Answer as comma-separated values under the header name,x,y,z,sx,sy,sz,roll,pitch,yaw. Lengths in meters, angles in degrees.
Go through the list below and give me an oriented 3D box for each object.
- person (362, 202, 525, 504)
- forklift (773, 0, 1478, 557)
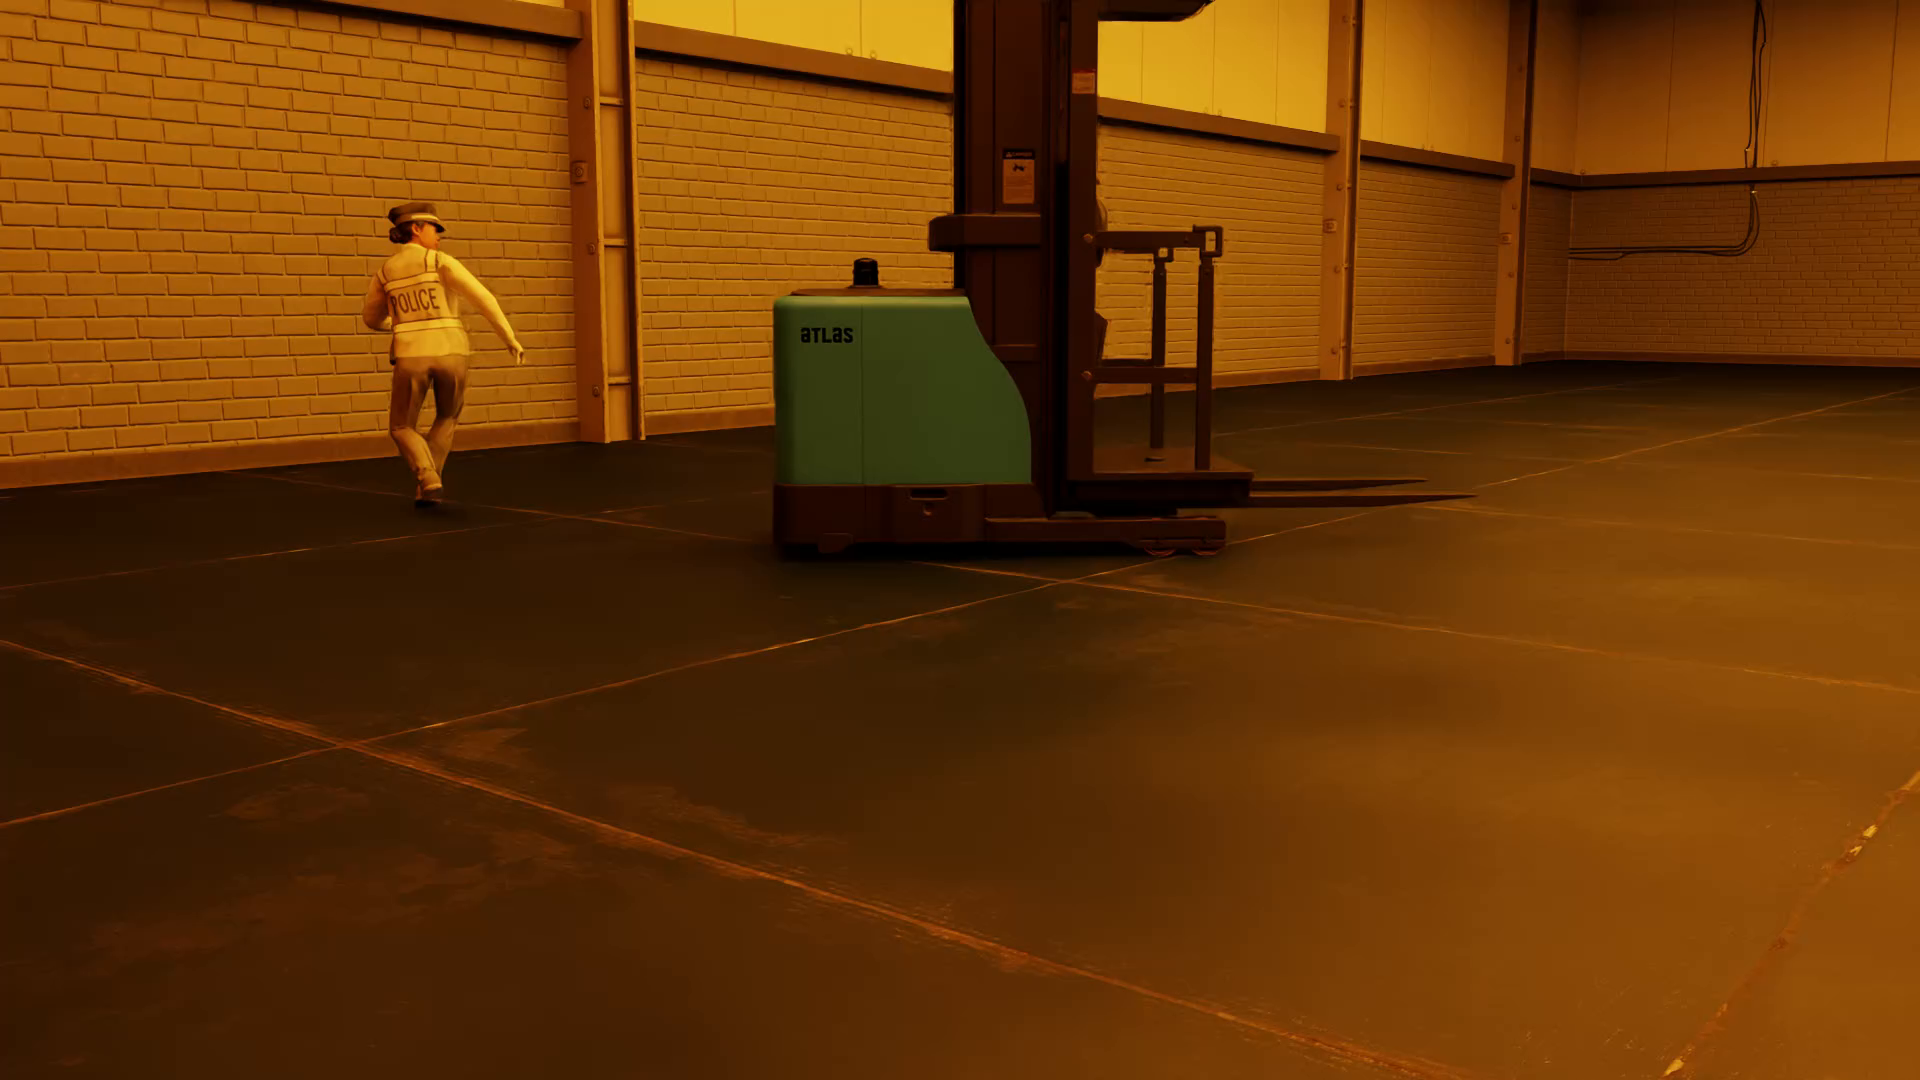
name,x,y,z,sx,sy,sz,roll,pitch,yaw
person,-2.632,-0.934,8.493,0.814,1.552,0.802,-1,8,-10
forklift,0.707,-1.455,7.224,3.031,2.935,1.130,-1,8,-4
